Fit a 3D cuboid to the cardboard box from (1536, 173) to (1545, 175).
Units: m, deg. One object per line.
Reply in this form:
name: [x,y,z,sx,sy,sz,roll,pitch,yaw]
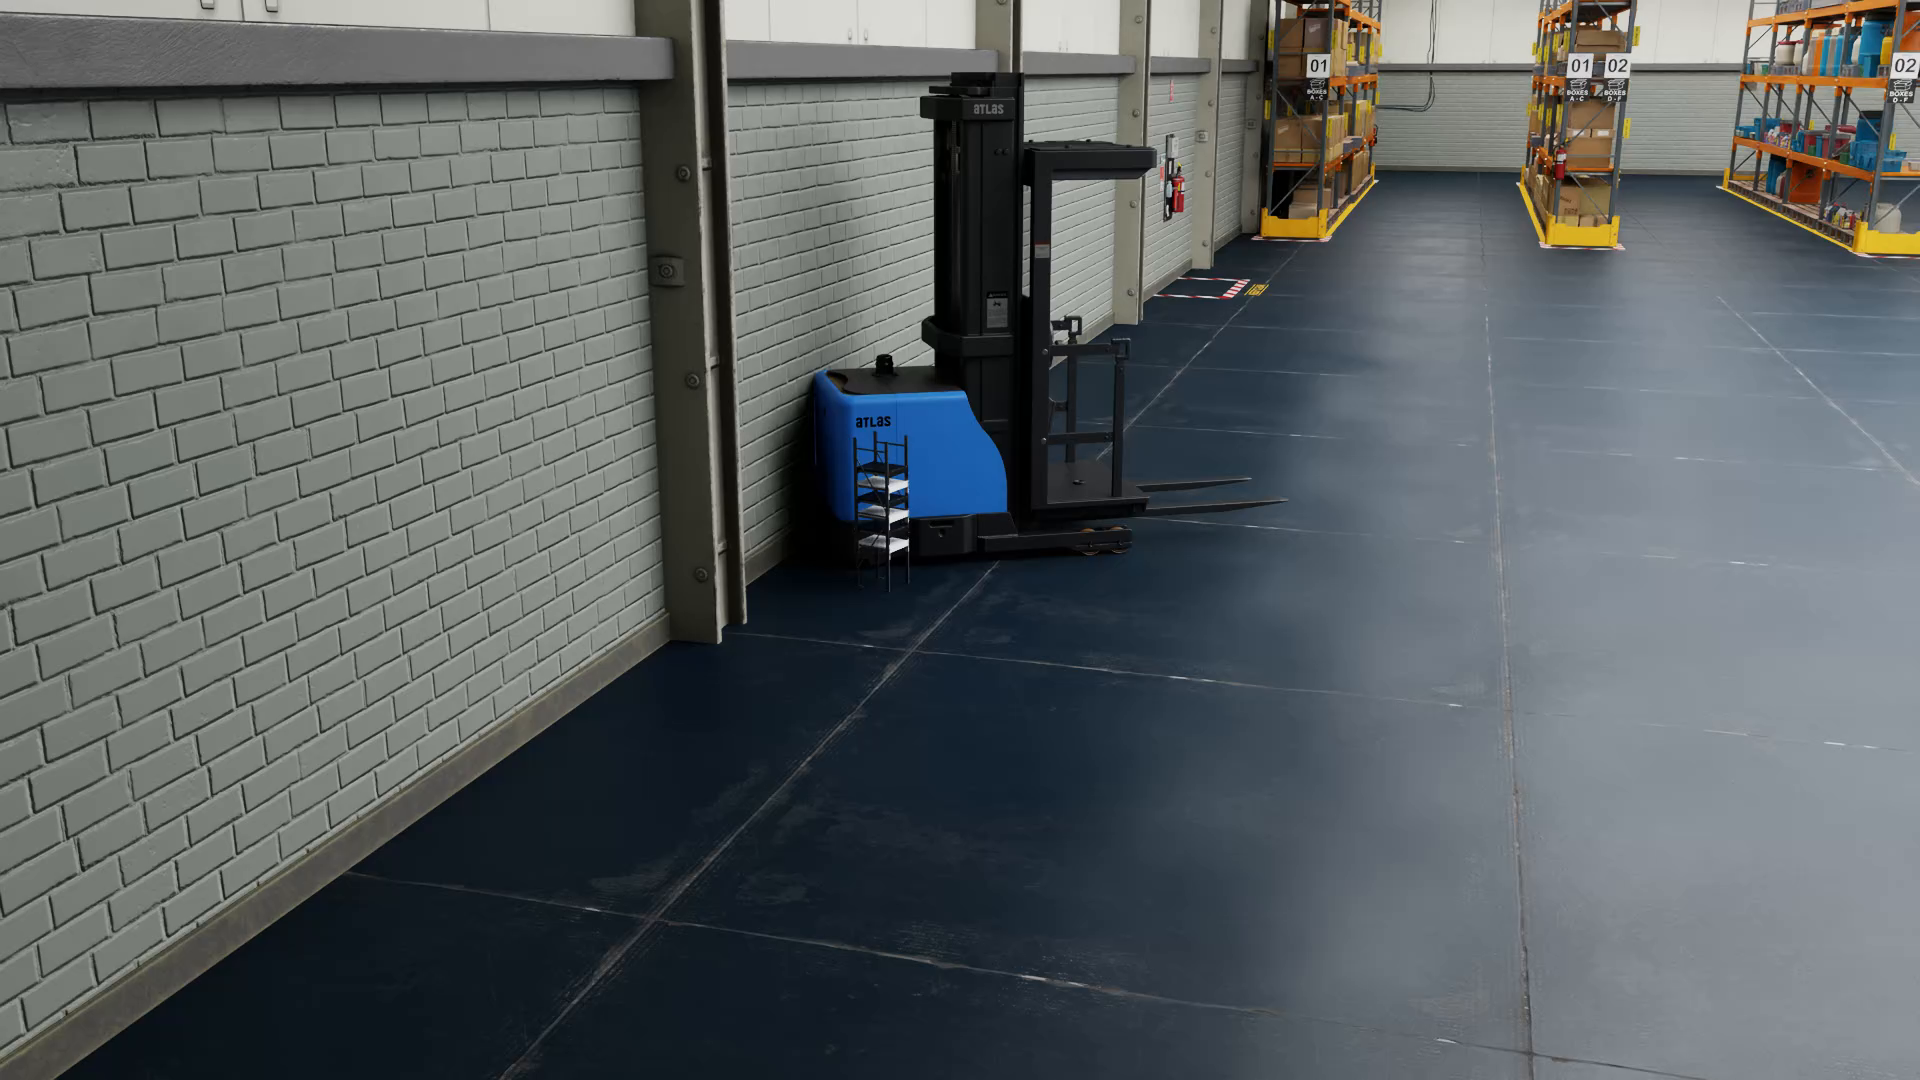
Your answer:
cardboard box: [13.132,-7.962,37.178,0.500,0.500,0.500,5,17,18]

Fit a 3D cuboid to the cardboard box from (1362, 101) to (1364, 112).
cardboard box: [9.290,-10.273,39.410,0.500,0.250,0.500,5,17,17]

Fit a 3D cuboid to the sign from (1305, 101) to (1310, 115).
sign: [7.807,-9.672,37.311,0.100,0.325,0.005,5,16,16]

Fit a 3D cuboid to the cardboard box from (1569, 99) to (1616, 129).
cardboard box: [10.977,-7.404,28.876,0.700,0.500,0.500,5,16,16]

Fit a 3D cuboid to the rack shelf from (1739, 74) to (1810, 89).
rack shelf: [19.544,-10.972,39.835,1.077,0.370,4.000,5,16,16]

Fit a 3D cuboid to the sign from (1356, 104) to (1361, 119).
sign: [8.863,-9.552,37.034,0.100,0.325,0.005,5,16,16]

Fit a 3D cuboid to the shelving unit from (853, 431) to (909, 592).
shelving unit: [-0.461,-0.167,9.770,0.258,0.900,0.210,10,19,31]

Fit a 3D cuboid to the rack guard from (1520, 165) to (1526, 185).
rack guard: [15.343,-9.560,43.620,1.175,0.500,0.348,5,16,16]

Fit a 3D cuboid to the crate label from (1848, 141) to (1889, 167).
crate label: [15.829,-6.731,29.000,0.502,0.435,0.616,5,16,16]

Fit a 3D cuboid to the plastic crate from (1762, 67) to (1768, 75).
plastic crate: [18.806,-10.827,38.394,0.450,0.188,0.662,5,16,16]

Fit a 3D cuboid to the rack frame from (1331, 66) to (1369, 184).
rack frame: [9.477,-10.120,41.010,1.000,3.000,0.127,5,16,16]

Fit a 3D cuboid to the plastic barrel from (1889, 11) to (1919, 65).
plastic barrel: [15.582,-8.201,27.191,0.600,0.830,0.708,5,16,16]

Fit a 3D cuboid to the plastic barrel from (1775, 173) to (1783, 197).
plastic barrel: [18.357,-7.889,36.937,0.421,0.512,0.421,0,16,0]

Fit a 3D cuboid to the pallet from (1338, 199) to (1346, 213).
pallet: [7.768,-7.209,35.859,1.003,0.211,1.213,5,16,16]

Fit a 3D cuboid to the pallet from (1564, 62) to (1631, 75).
pallet: [11.043,-8.180,28.838,1.003,0.211,1.213,5,16,16]

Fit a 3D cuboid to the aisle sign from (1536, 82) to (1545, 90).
aisle sign: [15.102,-12.074,43.137,0.394,0.787,0.004,5,16,16]

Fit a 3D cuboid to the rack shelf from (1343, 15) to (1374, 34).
rack shelf: [8.909,-11.944,38.499,1.077,0.370,4.000,5,16,16]

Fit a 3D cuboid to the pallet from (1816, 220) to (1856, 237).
pallet: [16.471,-5.744,30.695,1.003,0.211,1.213,5,16,16]

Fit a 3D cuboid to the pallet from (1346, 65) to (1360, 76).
pallet: [7.481,-9.533,33.788,1.213,0.211,1.003,5,16,16]

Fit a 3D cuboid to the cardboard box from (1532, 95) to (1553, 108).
cardboard box: [14.697,-10.949,41.917,0.500,0.500,0.500,5,17,17]

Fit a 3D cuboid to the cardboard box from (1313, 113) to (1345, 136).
cardboard box: [7.884,-8.881,35.655,0.700,0.500,0.500,5,16,16]

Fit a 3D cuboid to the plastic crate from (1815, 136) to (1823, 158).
plastic crate: [16.717,-7.563,32.027,0.392,0.384,0.575,5,16,16]

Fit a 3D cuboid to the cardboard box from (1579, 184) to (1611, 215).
cardboard box: [11.323,-6.091,29.702,0.500,0.500,0.500,5,16,16]

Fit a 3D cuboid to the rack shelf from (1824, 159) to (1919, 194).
rack shelf: [16.134,-6.389,29.176,1.077,0.370,4.000,5,16,16]

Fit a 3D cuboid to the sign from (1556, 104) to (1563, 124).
sign: [10.301,-7.314,28.561,0.100,0.325,0.005,5,16,16]

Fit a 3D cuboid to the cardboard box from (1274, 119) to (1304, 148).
cardboard box: [5.997,-7.418,30.350,0.500,0.500,0.500,4,16,15]

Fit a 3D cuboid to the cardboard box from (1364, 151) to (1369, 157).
cardboard box: [10.577,-10.172,43.818,0.380,0.149,0.250,5,17,17]

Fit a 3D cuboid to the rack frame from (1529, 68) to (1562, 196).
rack frame: [14.228,-9.736,39.659,1.000,3.000,0.127,5,16,16]

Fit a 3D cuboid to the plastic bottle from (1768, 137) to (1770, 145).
plastic bottle: [18.288,-9.015,37.479,0.097,0.201,0.097,0,16,0]

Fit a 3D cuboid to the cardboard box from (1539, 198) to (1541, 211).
cardboard box: [11.794,-6.654,33.060,0.500,0.250,0.500,4,16,15]

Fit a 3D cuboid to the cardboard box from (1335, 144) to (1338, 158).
cardboard box: [6.940,-7.422,31.739,0.500,0.250,0.500,5,17,16]

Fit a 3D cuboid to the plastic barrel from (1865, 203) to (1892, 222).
plastic barrel: [15.822,-5.526,28.605,0.421,0.512,0.421,0,16,0]

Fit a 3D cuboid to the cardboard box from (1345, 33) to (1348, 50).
cardboard box: [7.321,-9.856,32.533,0.500,0.500,0.500,3,16,11]

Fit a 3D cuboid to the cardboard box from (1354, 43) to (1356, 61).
cardboard box: [9.026,-11.450,39.214,0.700,0.500,0.500,4,16,15]

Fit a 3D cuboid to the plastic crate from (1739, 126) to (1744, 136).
plastic crate: [19.540,-10.135,41.261,0.416,0.233,0.300,5,16,16]

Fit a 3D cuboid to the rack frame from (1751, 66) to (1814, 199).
rack frame: [18.976,-9.351,38.301,1.000,3.000,0.127,5,16,16]

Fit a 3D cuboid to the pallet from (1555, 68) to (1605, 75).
pallet: [12.669,-9.565,33.903,1.003,0.211,1.213,5,17,18]

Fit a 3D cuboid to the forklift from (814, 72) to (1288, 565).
forklift: [0.613,-1.450,10.570,3.031,2.935,1.130,-4,16,-13]

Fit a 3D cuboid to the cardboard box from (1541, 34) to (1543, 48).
cardboard box: [15.011,-12.495,41.873,0.700,0.500,0.500,5,16,16]

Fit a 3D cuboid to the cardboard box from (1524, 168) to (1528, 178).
cardboard box: [14.796,-9.421,42.779,0.500,0.250,0.500,5,16,16]

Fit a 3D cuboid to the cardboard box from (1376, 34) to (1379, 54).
cardboard box: [10.515,-12.805,42.929,0.500,0.500,0.500,5,17,18]

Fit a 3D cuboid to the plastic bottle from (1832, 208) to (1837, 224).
plastic bottle: [15.934,-5.895,30.287,0.061,0.283,0.133,5,17,18]

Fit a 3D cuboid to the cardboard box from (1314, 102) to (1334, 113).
cardboard box: [8.221,-9.773,37.650,0.500,0.250,0.500,5,17,17]

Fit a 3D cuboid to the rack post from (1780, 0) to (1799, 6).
rack post: [18.706,-11.983,36.725,0.937,0.300,0.954,4,16,15]

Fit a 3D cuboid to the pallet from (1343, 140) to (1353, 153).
pallet: [7.560,-8.123,34.322,1.003,0.211,1.213,5,16,16]

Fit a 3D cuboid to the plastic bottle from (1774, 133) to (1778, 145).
plastic bottle: [18.091,-8.867,36.829,0.097,0.271,0.097,0,16,0]

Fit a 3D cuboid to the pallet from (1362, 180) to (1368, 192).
pallet: [9.768,-8.971,42.071,1.003,0.211,1.213,5,16,16]

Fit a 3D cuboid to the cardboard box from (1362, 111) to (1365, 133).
cardboard box: [9.452,-10.046,39.985,0.500,0.500,0.500,5,17,16]

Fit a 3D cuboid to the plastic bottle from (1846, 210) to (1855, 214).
plastic bottle: [16.050,-5.815,30.019,0.152,0.276,0.135,5,16,16]

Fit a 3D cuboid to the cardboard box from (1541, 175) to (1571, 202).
cardboard box: [11.522,-6.786,32.153,0.500,0.500,0.500,5,16,16]

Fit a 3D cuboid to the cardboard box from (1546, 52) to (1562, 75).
cardboard box: [13.183,-10.298,35.958,0.910,0.500,0.500,5,16,16]

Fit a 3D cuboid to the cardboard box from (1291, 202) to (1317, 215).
cardboard box: [6.512,-6.221,31.388,0.500,0.311,0.500,6,17,20]
